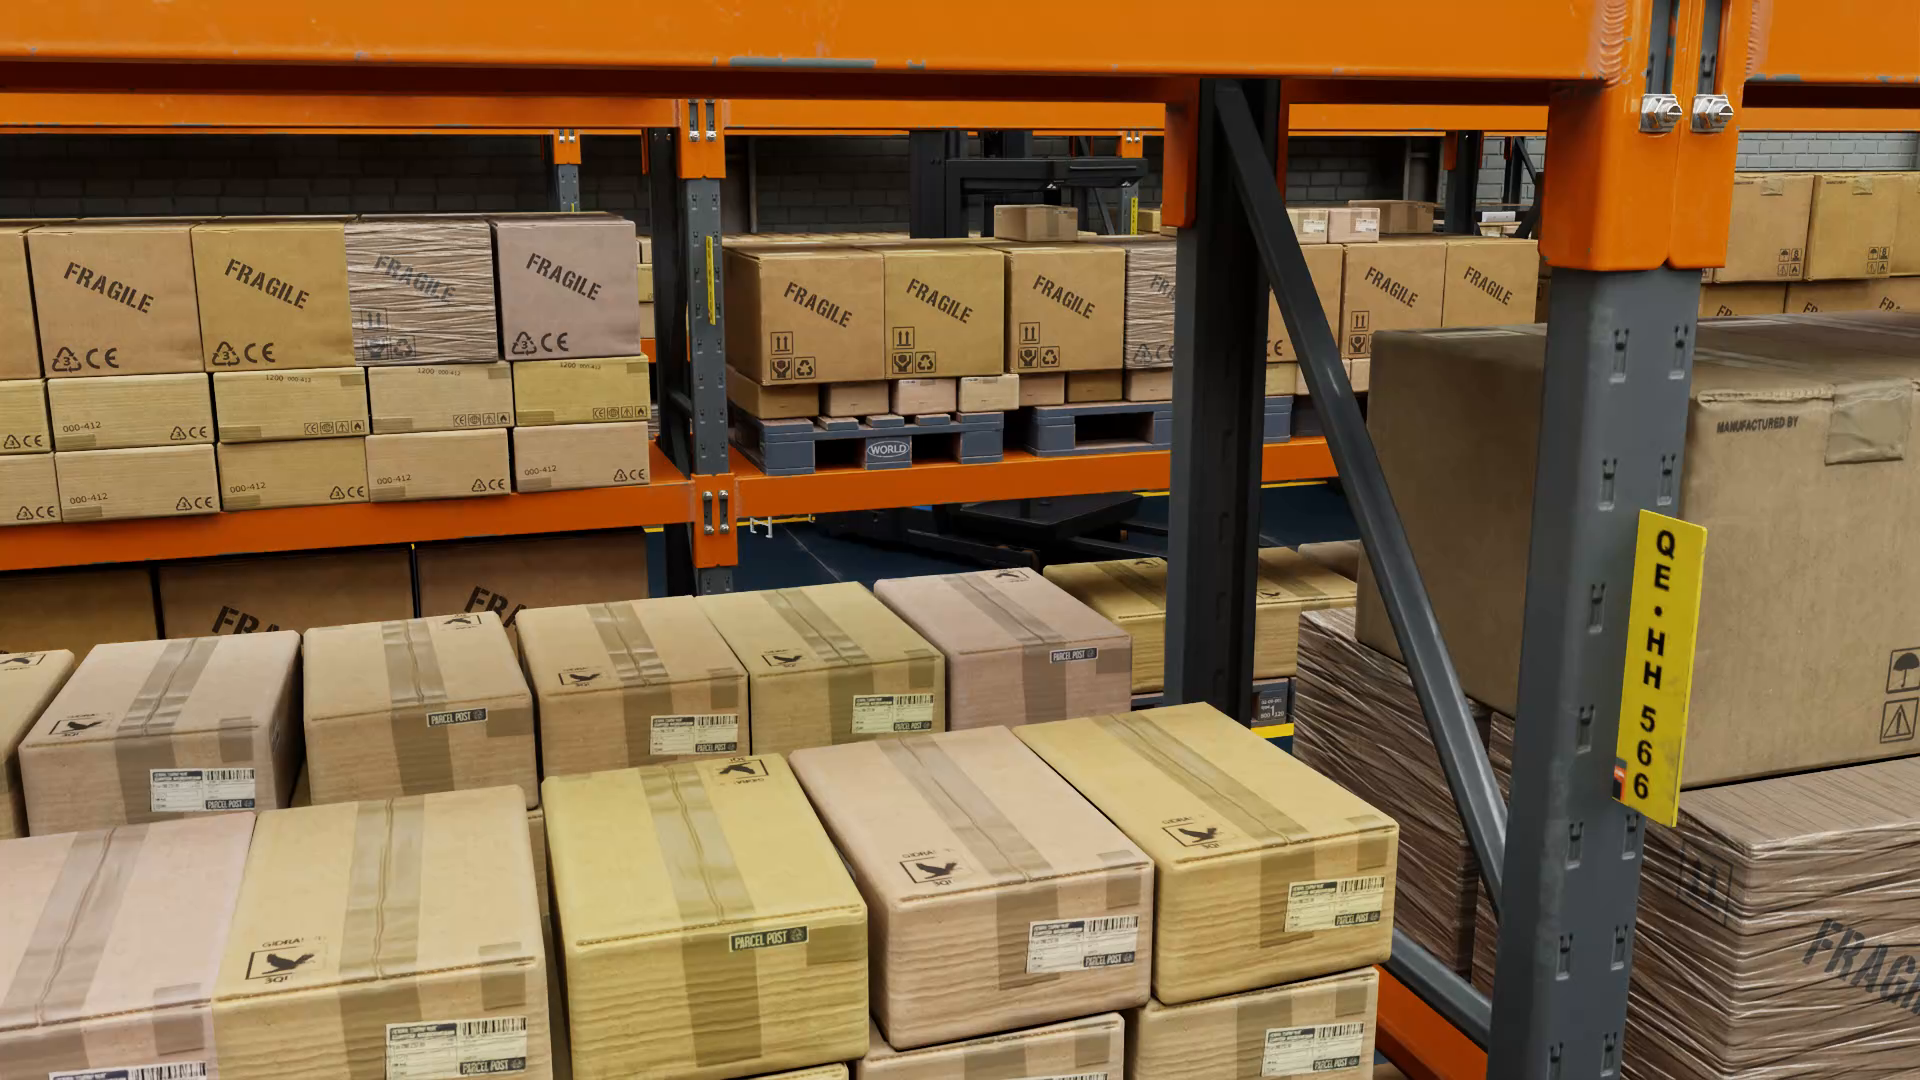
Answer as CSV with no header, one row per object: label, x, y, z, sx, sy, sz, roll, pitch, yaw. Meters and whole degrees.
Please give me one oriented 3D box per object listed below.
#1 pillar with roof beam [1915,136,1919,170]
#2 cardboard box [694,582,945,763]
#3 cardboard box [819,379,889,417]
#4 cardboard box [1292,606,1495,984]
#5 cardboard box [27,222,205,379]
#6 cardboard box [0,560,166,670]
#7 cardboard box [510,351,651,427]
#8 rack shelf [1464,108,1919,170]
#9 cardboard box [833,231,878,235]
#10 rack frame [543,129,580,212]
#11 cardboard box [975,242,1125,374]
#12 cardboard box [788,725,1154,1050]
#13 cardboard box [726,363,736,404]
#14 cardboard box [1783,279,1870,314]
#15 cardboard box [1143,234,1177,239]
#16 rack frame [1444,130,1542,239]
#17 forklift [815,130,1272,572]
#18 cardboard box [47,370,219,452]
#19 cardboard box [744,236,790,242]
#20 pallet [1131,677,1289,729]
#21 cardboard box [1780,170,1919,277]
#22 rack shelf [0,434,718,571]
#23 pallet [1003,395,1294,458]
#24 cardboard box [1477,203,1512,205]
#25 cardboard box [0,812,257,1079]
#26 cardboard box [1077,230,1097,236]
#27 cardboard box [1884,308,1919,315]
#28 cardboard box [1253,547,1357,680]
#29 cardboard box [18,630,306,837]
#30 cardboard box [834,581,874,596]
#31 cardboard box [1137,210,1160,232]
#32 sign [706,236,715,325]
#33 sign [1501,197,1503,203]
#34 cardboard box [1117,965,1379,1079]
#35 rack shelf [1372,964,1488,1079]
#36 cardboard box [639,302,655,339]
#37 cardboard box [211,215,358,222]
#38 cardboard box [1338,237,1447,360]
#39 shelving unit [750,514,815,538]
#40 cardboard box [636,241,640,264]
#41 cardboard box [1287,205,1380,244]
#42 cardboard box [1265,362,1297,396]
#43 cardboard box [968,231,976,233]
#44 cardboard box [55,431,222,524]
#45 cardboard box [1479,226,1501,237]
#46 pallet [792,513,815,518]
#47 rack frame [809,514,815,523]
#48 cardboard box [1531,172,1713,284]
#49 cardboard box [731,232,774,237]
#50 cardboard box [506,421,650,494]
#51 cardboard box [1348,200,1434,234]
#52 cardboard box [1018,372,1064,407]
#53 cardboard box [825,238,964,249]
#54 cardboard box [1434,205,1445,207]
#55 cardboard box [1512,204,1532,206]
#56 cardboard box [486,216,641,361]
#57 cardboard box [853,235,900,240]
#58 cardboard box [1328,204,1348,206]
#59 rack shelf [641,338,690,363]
pillar with roof beam,10.987,-4.779,11.786,0.400,9.000,9.100,-4,14,-18
cardboard box,-0.200,0.182,2.243,0.250,0.149,0.380,-5,14,-20
cardboard box,-0.475,-0.615,6.882,0.250,0.149,0.380,-5,14,-22
cardboard box,0.895,0.401,2.758,0.500,0.500,0.500,-4,14,-18
cardboard box,-2.966,-0.865,5.921,0.500,0.500,0.500,-5,14,-19
cardboard box,-3.496,0.457,6.425,0.875,0.875,0.875,-4,14,-16
cardboard box,-1.499,-0.615,6.490,0.500,0.250,0.500,-5,14,-18
rack shelf,4.566,-2.088,8.513,4.000,0.370,1.077,-4,14,-18
cardboard box,-0.778,-2.203,12.304,0.250,0.149,0.380,-4,14,-18
rack frame,-2.707,-1.625,11.491,0.127,3.000,1.000,-4,14,-18
cardboard box,0.373,-0.997,7.086,0.500,0.500,0.500,-4,14,-17
cardboard box,-0.003,0.325,1.643,0.250,0.149,0.380,-5,14,-19
cardboard box,-0.885,-0.694,7.214,0.250,0.149,0.380,-4,14,-16
cardboard box,4.125,-1.072,8.311,0.500,0.500,0.500,-5,14,-19
cardboard box,1.187,-1.187,7.884,0.500,0.500,0.500,-5,14,-18
rack frame,2.671,-0.831,8.156,0.127,3.000,1.000,-4,14,-18
forklift,0.491,-1.337,10.431,3.031,2.935,1.130,10,17,37
cardboard box,-2.954,-0.496,5.988,0.500,0.250,0.500,-5,14,-20
cardboard box,-1.351,-2.039,11.617,0.250,0.149,0.380,-4,14,-17
pallet,0.775,0.674,7.854,1.213,0.211,1.003,-4,14,-18
cardboard box,4.597,-1.619,8.446,0.500,0.500,0.700,-5,14,-18
rack shelf,-3.016,-0.039,6.378,4.000,0.370,1.077,-4,14,-18
pallet,0.743,-0.598,7.589,1.213,0.211,1.003,-4,14,-18
cardboard box,4.489,-2.746,13.945,0.250,0.149,0.380,-5,14,-19
cardboard box,-0.734,0.382,1.406,0.250,0.149,0.380,-4,14,-18
cardboard box,0.831,-2.210,12.334,0.250,0.149,0.380,-4,14,-16
cardboard box,1.947,-0.100,2.704,0.500,0.500,0.700,-5,14,-19
cardboard box,1.494,0.336,8.020,0.625,0.372,0.950,-4,14,-15
cardboard box,-0.941,0.239,2.004,0.250,0.149,0.380,-4,14,-15
cardboard box,-0.582,0.498,7.337,0.625,0.372,0.950,-5,14,-22
cardboard box,1.481,-2.387,12.436,0.250,0.149,0.380,-4,14,-17
sign,-0.940,-0.978,6.270,0.005,0.325,0.100,-4,14,-18
sign,4.704,-2.797,14.377,0.005,0.325,0.100,-4,14,-18
cardboard box,0.231,0.452,1.755,0.250,0.149,0.380,-4,14,-17
rack shelf,2.449,0.744,3.086,4.000,0.370,1.077,-4,14,-18
cardboard box,-2.209,-1.531,11.420,0.500,0.250,0.500,-4,14,-18
cardboard box,-2.628,-1.015,6.551,0.500,0.500,0.500,-4,14,-16
cardboard box,1.836,-1.108,7.552,0.500,0.500,0.500,-4,14,-18
shelving unit,-1.163,-0.656,11.307,0.503,1.200,0.258,-11,17,-39
cardboard box,-2.311,-1.948,11.231,0.250,0.149,0.380,-4,14,-16
cardboard box,1.656,-1.407,7.409,0.250,0.149,0.380,-5,14,-20
cardboard box,1.299,-0.743,7.419,0.250,0.149,0.380,-4,14,-18
cardboard box,-0.061,-2.255,12.524,0.250,0.149,0.380,-5,14,-19
cardboard box,-2.953,-0.250,6.037,0.500,0.250,0.500,-5,14,-19
cardboard box,4.138,-2.461,13.390,0.250,0.149,0.380,-4,14,-17
pallet,-0.760,-0.409,12.408,1.213,0.211,1.003,-4,14,-18
rack frame,-0.978,-0.693,11.461,0.015,1.200,0.240,-11,17,-39
cardboard box,3.157,-1.496,7.931,0.500,0.500,0.700,-5,14,-19
cardboard box,-1.503,-2.142,12.050,0.250,0.149,0.380,-5,14,-18
cardboard box,-1.517,-0.369,6.536,0.500,0.250,0.500,-5,14,-20
cardboard box,2.112,-1.588,8.167,0.250,0.149,0.380,-5,14,-18
cardboard box,0.270,-0.676,7.137,0.250,0.149,0.380,-4,14,-15
cardboard box,-0.292,-1.069,7.388,0.500,0.500,0.500,-5,14,-19
cardboard box,3.880,-2.599,13.326,0.250,0.149,0.380,-4,14,-18
cardboard box,4.603,-2.651,13.546,0.250,0.149,0.380,-4,14,-18
cardboard box,-1.527,-0.976,6.386,0.500,0.500,0.500,-5,14,-20
cardboard box,-0.597,-2.073,11.757,0.250,0.149,0.380,-5,14,-20
cardboard box,3.223,-2.674,13.641,0.250,0.149,0.380,-5,14,-19
rack shelf,-0.812,-1.422,12.194,4.000,0.370,1.077,-4,14,-18
